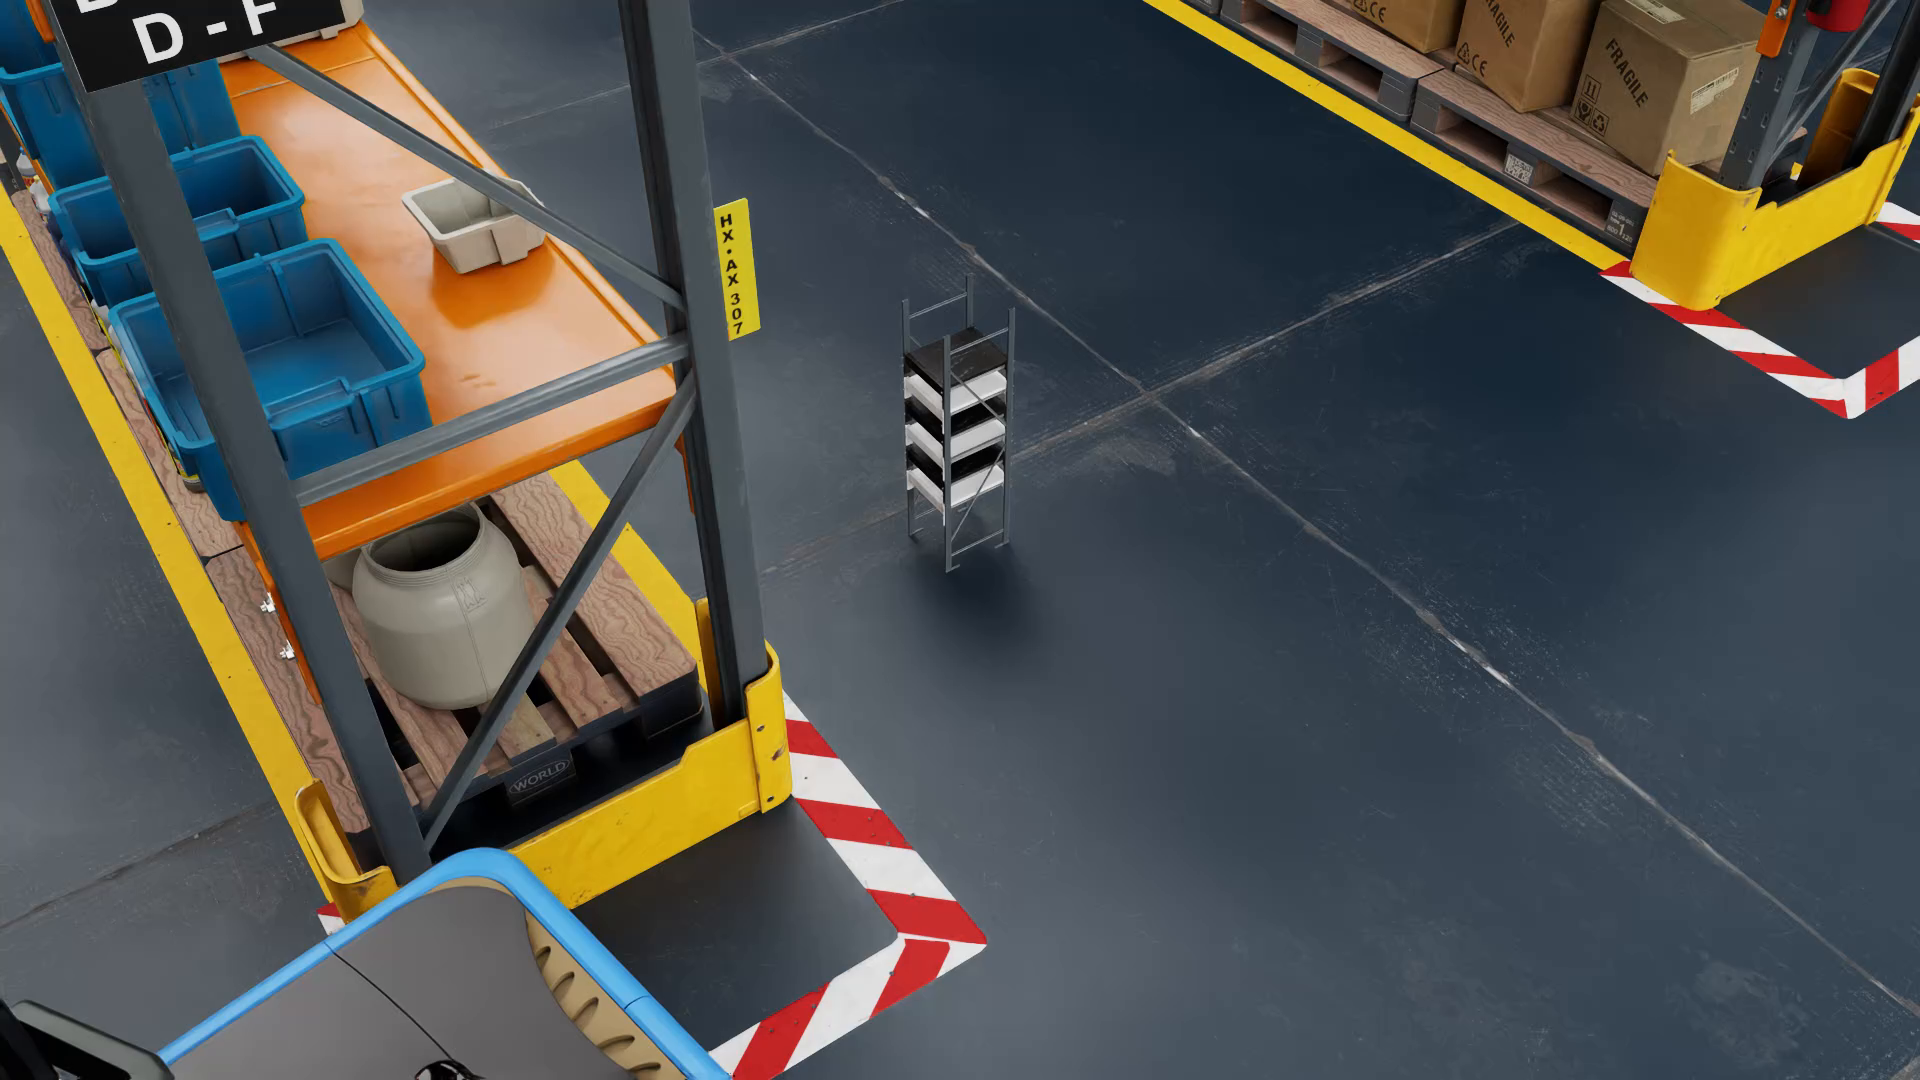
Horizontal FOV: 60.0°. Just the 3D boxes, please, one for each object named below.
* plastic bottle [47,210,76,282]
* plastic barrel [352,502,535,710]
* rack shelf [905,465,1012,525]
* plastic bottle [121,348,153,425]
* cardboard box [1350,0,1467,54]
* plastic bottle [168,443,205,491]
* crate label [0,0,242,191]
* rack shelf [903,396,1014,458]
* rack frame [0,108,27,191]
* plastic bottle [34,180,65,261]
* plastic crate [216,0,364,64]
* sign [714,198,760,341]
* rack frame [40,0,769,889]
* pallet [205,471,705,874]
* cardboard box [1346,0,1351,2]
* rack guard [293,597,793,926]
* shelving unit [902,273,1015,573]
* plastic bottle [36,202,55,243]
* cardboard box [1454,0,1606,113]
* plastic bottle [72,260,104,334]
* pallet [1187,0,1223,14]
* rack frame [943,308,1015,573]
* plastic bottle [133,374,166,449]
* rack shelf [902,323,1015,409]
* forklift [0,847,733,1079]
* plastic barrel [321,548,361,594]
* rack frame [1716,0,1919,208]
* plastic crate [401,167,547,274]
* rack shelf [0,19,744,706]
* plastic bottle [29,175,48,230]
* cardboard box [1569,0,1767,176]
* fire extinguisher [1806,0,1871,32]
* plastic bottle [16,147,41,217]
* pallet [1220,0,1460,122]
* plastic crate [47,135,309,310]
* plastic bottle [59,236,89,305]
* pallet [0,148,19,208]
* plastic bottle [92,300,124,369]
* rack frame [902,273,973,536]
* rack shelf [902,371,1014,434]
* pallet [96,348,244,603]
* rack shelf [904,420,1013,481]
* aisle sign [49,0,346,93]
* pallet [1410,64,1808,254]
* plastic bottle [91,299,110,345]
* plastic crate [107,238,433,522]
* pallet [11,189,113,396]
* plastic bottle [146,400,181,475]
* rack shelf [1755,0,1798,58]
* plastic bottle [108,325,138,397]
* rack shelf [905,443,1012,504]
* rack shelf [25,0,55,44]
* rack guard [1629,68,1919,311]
[{"bbox_3d":[-3.094,-1.086,5.815,0.144,0.351,0.185,-24,49,-23],"label":"plastic bottle"},{"bbox_3d":[-1.366,0.165,4.403,0.421,0.512,0.421,0,44,0],"label":"plastic barrel"},{"bbox_3d":[-0.005,-0.176,5.091,0.258,0.077,0.200,-26,49,-24],"label":"rack shelf"},{"bbox_3d":[-2.538,-0.514,5.270,0.152,0.276,0.135,-27,50,-25],"label":"plastic bottle"},{"bbox_3d":[2.079,-2.492,7.195,0.500,0.500,0.500,-21,48,-21],"label":"cardboard box"},{"bbox_3d":[-2.337,-0.255,5.052,0.097,0.201,0.097,0,44,0],"label":"plastic bottle"},{"bbox_3d":[-2.202,-1.189,4.298,0.502,0.435,0.616,-26,49,-24],"label":"crate label"},{"bbox_3d":[-0.005,-0.371,4.905,0.258,0.077,0.200,-26,49,-24],"label":"rack shelf"},{"bbox_3d":[-3.215,-2.506,5.703,1.000,3.000,0.127,-26,49,-24],"label":"rack frame"},{"bbox_3d":[-3.185,-1.154,5.941,0.152,0.276,0.135,-24,49,-23],"label":"plastic bottle"},{"bbox_3d":[-2.079,-1.591,4.935,0.530,0.136,0.437,-26,49,-24],"label":"plastic crate"},{"bbox_3d":[-0.473,-0.556,3.459,0.100,0.325,0.005,-26,49,-24],"label":"sign"},{"bbox_3d":[-0.927,-0.241,3.330,1.000,3.000,0.127,-26,49,-24],"label":"rack frame"},{"bbox_3d":[-1.469,0.281,4.802,1.003,0.211,1.213,-26,49,-24],"label":"pallet"},{"bbox_3d":[1.797,-2.826,7.544,0.500,0.500,0.500,-30,51,-28],"label":"cardboard box"},{"bbox_3d":[-1.009,0.639,4.219,1.175,0.500,0.348,-26,49,-24],"label":"rack guard"},{"bbox_3d":[-0.005,-0.330,4.944,0.258,0.900,0.210,-26,49,-24],"label":"shelving unit"},{"bbox_3d":[-3.276,-1.184,6.026,0.097,0.201,0.097,0,44,0],"label":"plastic bottle"},{"bbox_3d":[2.422,-2.130,6.815,0.500,0.500,0.500,-14,45,-14],"label":"cardboard box"},{"bbox_3d":[-2.926,-0.845,5.611,0.061,0.283,0.133,-24,48,-23],"label":"plastic bottle"},{"bbox_3d":[1.260,-3.088,8.331,1.003,0.211,1.213,-26,49,-24],"label":"pallet"},{"bbox_3d":[0.054,-0.273,4.884,0.240,0.900,0.006,-26,49,-24],"label":"rack frame"},{"bbox_3d":[-2.459,-0.435,5.187,0.152,0.276,0.135,-25,49,-24],"label":"plastic bottle"},{"bbox_3d":[-0.005,-0.501,4.781,0.258,0.077,0.200,-26,49,-24],"label":"rack shelf"},{"bbox_3d":[-1.600,1.221,1.848,3.031,2.935,1.130,-34,53,-31],"label":"forklift"},{"bbox_3d":[-1.653,-0.119,4.700,0.421,0.512,0.421,0,44,0],"label":"plastic barrel"},{"bbox_3d":[3.136,-2.197,5.379,1.000,3.000,0.127,-26,49,-24],"label":"rack frame"},{"bbox_3d":[-1.175,-0.779,4.085,0.298,0.136,0.250,-26,49,-24],"label":"plastic crate"},{"bbox_3d":[-2.071,-1.113,4.765,1.077,0.370,4.000,-26,49,-24],"label":"rack shelf"},{"bbox_3d":[-3.334,-1.242,6.086,0.097,0.201,0.097,0,44,0],"label":"plastic bottle"},{"bbox_3d":[2.792,-1.805,6.475,0.500,0.500,0.500,-17,46,-17],"label":"cardboard box"},{"bbox_3d":[2.823,-1.922,5.147,0.296,0.674,0.183,-26,49,-24],"label":"fire extinguisher"},{"bbox_3d":[-3.392,-1.325,6.123,0.097,0.271,0.097,0,44,0],"label":"plastic bottle"},{"bbox_3d":[1.962,-2.396,7.607,1.003,0.211,1.213,-26,49,-24],"label":"pallet"},{"bbox_3d":[-1.825,-0.722,3.942,0.499,0.251,0.408,-26,49,-24],"label":"plastic crate"},{"bbox_3d":[-2.986,-0.979,5.703,0.144,0.351,0.185,-28,50,-26],"label":"plastic bottle"},{"bbox_3d":[-3.696,-1.927,7.116,1.003,0.211,1.213,-26,49,-24],"label":"pallet"},{"bbox_3d":[-2.743,-0.738,5.451,0.144,0.351,0.185,-26,49,-25],"label":"plastic bottle"},{"bbox_3d":[-0.063,-0.388,5.004,0.240,0.900,0.006,-26,49,-24],"label":"rack frame"},{"bbox_3d":[-0.005,-0.436,4.843,0.258,0.077,0.200,-26,49,-24],"label":"rack shelf"},{"bbox_3d":[-2.163,-0.409,5.526,1.003,0.211,1.213,-26,49,-24],"label":"pallet"},{"bbox_3d":[-0.005,-0.306,4.967,0.258,0.077,0.200,-26,49,-24],"label":"rack shelf"},{"bbox_3d":[-1.129,-1.023,2.266,0.394,0.787,0.004,-26,49,-24],"label":"aisle sign"},{"bbox_3d":[2.656,-1.706,6.884,1.003,0.211,1.213,-26,49,-24],"label":"pallet"},{"bbox_3d":[-2.843,-0.755,5.577,0.097,0.201,0.097,0,44,0],"label":"plastic bottle"},{"bbox_3d":[-1.459,-0.352,3.554,0.499,0.251,0.616,-26,49,-24],"label":"plastic crate"},{"bbox_3d":[-2.865,-1.101,6.250,1.003,0.211,1.213,-26,49,-24],"label":"pallet"},{"bbox_3d":[-2.419,-0.343,5.086,0.061,0.283,0.133,-25,49,-24],"label":"plastic bottle"},{"bbox_3d":[1.991,-3.070,6.814,1.077,0.370,4.000,-26,49,-24],"label":"rack shelf"},{"bbox_3d":[-2.636,-0.633,5.341,0.144,0.351,0.185,-24,49,-23],"label":"plastic bottle"},{"bbox_3d":[-0.005,-0.241,5.029,0.258,0.077,0.200,-26,49,-24],"label":"rack shelf"},{"bbox_3d":[-2.071,-2.198,3.729,1.077,0.370,4.000,-26,49,-24],"label":"rack shelf"},{"bbox_3d":[3.092,-1.336,6.288,1.175,0.500,0.348,-26,49,-24],"label":"rack guard"}]
